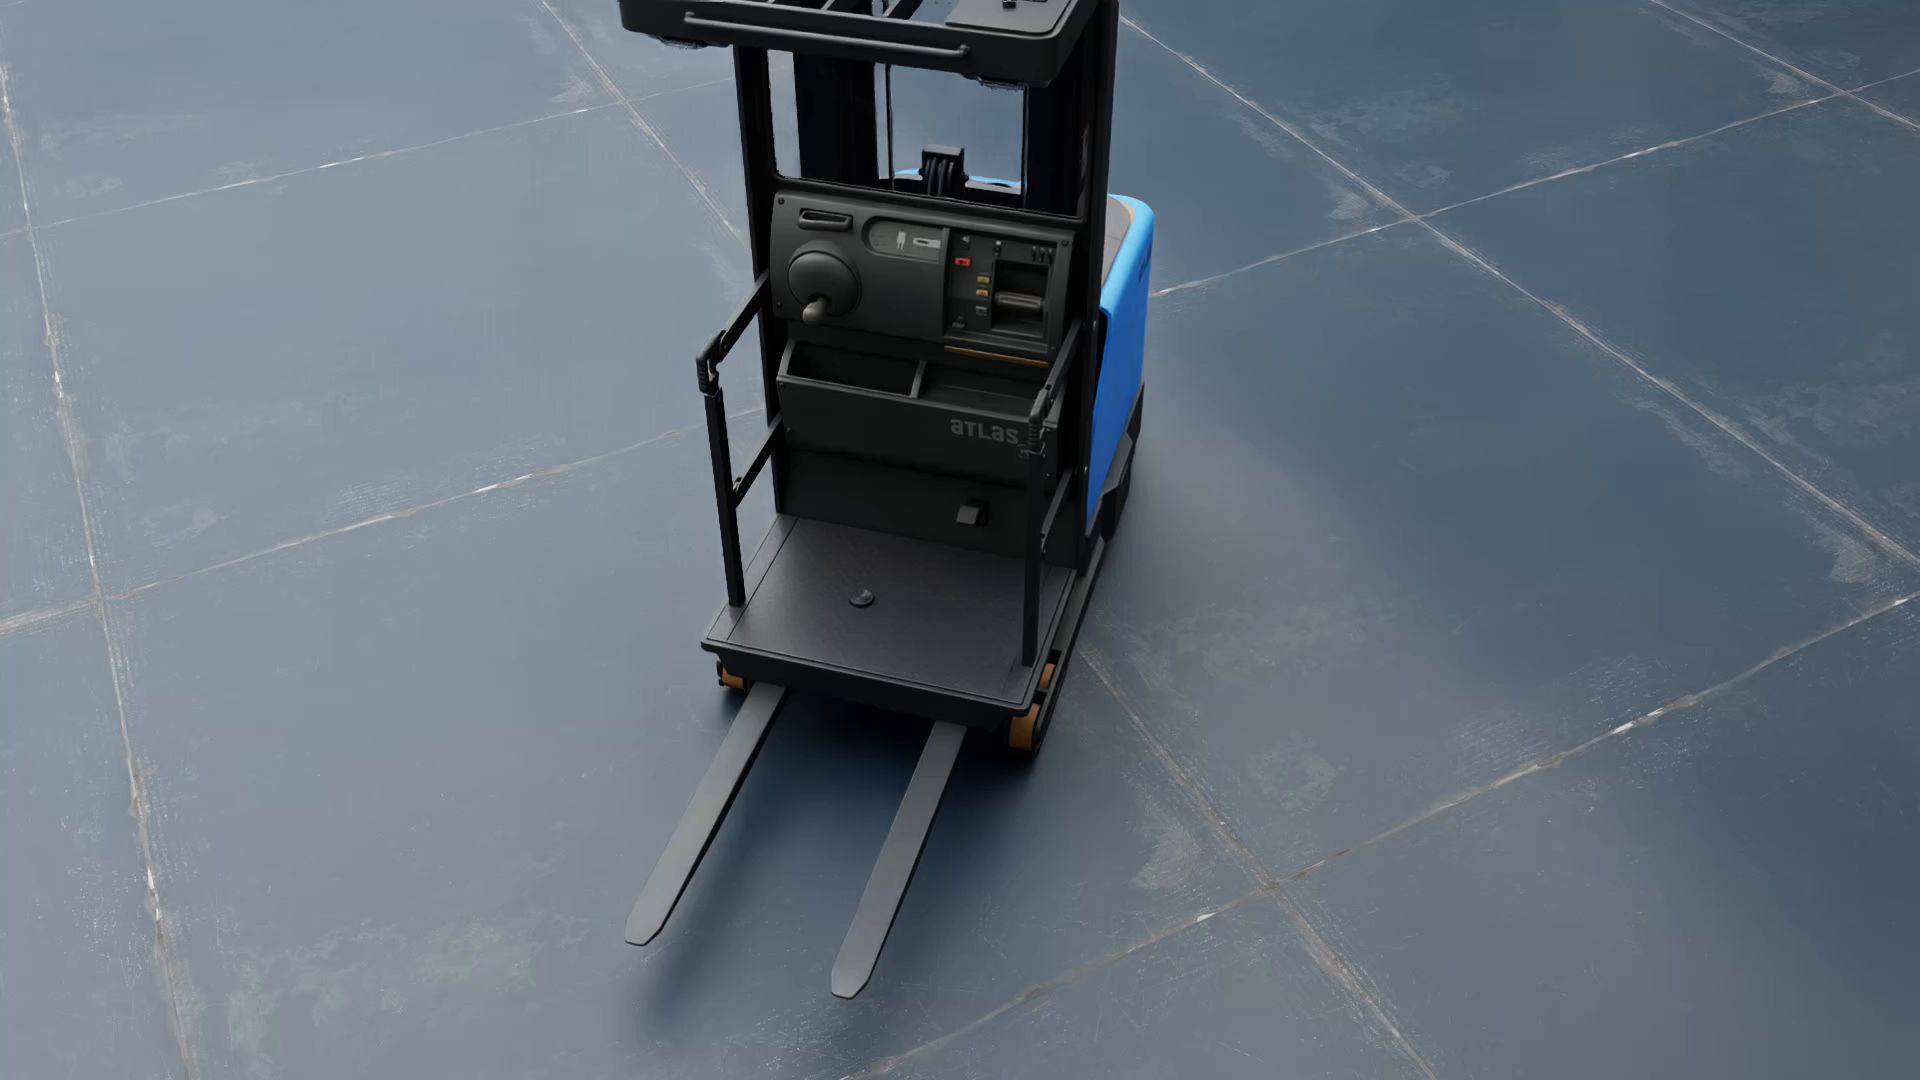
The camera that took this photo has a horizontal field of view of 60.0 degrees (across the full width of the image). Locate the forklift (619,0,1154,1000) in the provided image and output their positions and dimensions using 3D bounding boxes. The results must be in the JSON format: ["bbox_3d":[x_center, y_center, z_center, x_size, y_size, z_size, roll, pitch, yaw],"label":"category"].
[{"bbox_3d":[-0.182,-0.718,4.829,1.130,2.935,3.031,11,41,12],"label":"forklift"}]
